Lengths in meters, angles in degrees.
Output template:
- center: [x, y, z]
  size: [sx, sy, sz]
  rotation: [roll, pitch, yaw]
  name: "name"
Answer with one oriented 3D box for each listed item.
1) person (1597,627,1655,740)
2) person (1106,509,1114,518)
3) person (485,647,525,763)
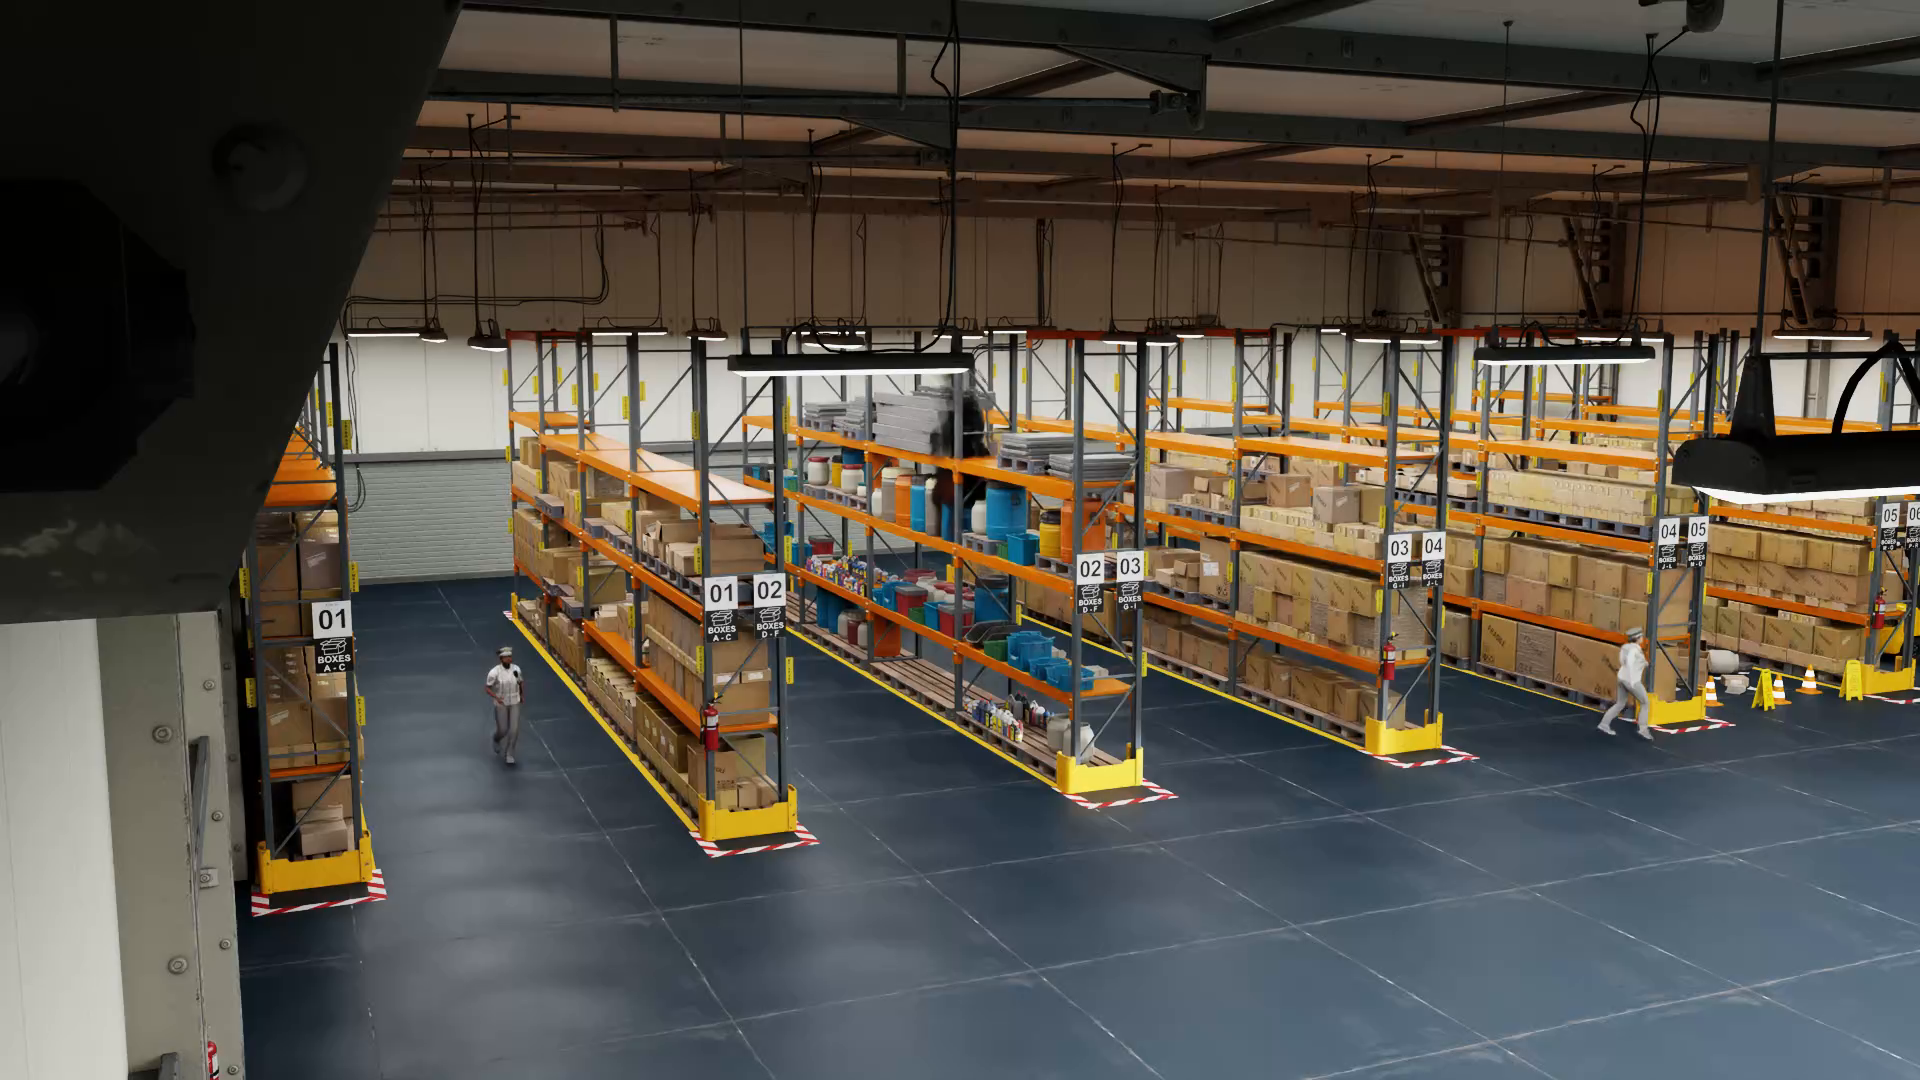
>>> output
- center: [9.956, 2.147, 24.796]
  size: [0.851, 1.728, 0.643]
  rotation: [-1, 8, -9]
  name: "person"
- center: [3.573, 0.008, 40.096]
  size: [0.634, 1.728, 0.719]
  rotation: [-3, 8, -22]
  name: "person"
- center: [-6.429, 2.313, 23.584]
  size: [0.562, 1.655, 0.589]
  rotation: [-5, 9, -33]
  name: "person"
